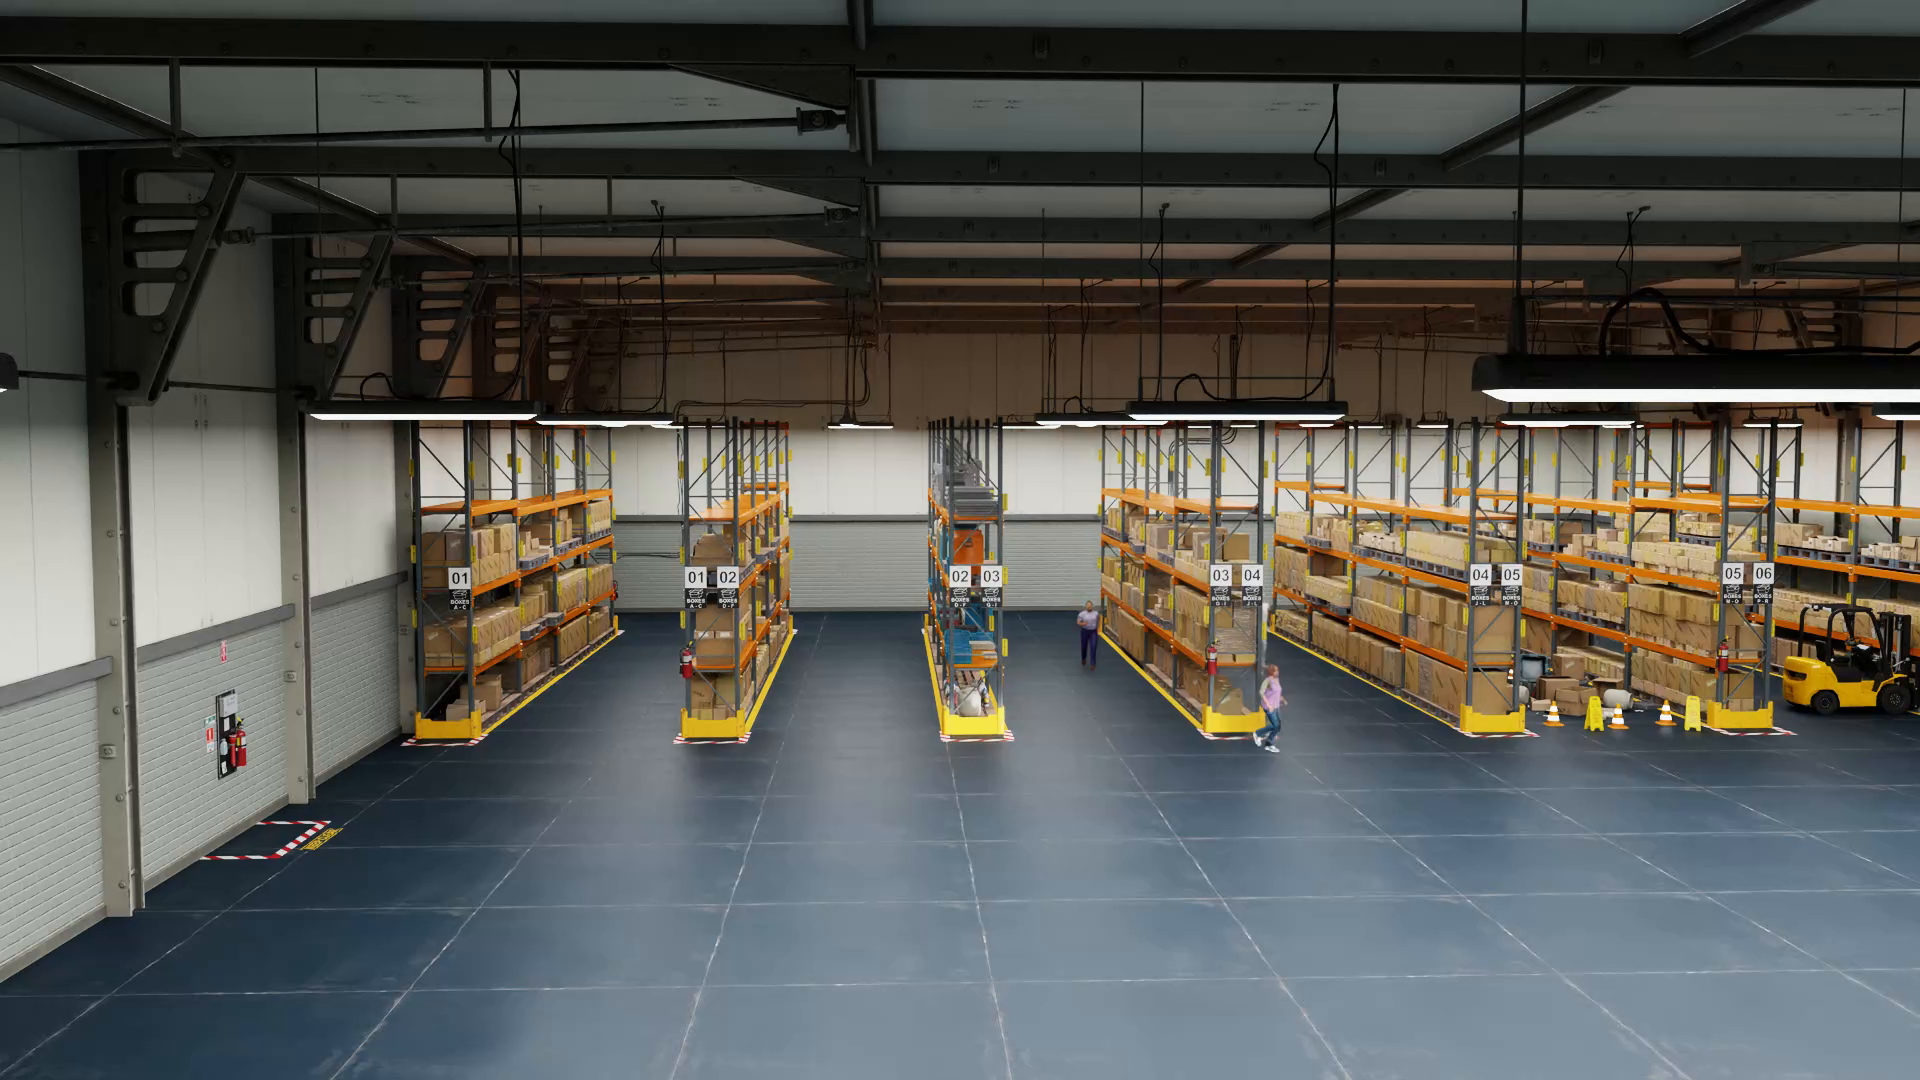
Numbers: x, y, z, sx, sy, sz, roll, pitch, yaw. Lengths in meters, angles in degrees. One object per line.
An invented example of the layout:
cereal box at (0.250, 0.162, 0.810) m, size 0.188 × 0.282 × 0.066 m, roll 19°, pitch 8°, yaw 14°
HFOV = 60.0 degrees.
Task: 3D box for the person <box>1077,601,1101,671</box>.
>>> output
person at (3.098, 2.274, 40.022) m, size 0.583 × 1.632 × 0.941 m, roll 0°, pitch 4°, yaw 0°

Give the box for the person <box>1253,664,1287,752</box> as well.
person at (5.552, 3.004, 29.803) m, size 0.538 × 1.572 × 0.524 m, roll 3°, pitch 5°, yaw 38°

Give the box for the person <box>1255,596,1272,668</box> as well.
person at (7.329, 2.198, 40.796) m, size 0.731 × 1.811 × 0.938 m, roll -1°, pitch 4°, yaw -9°
